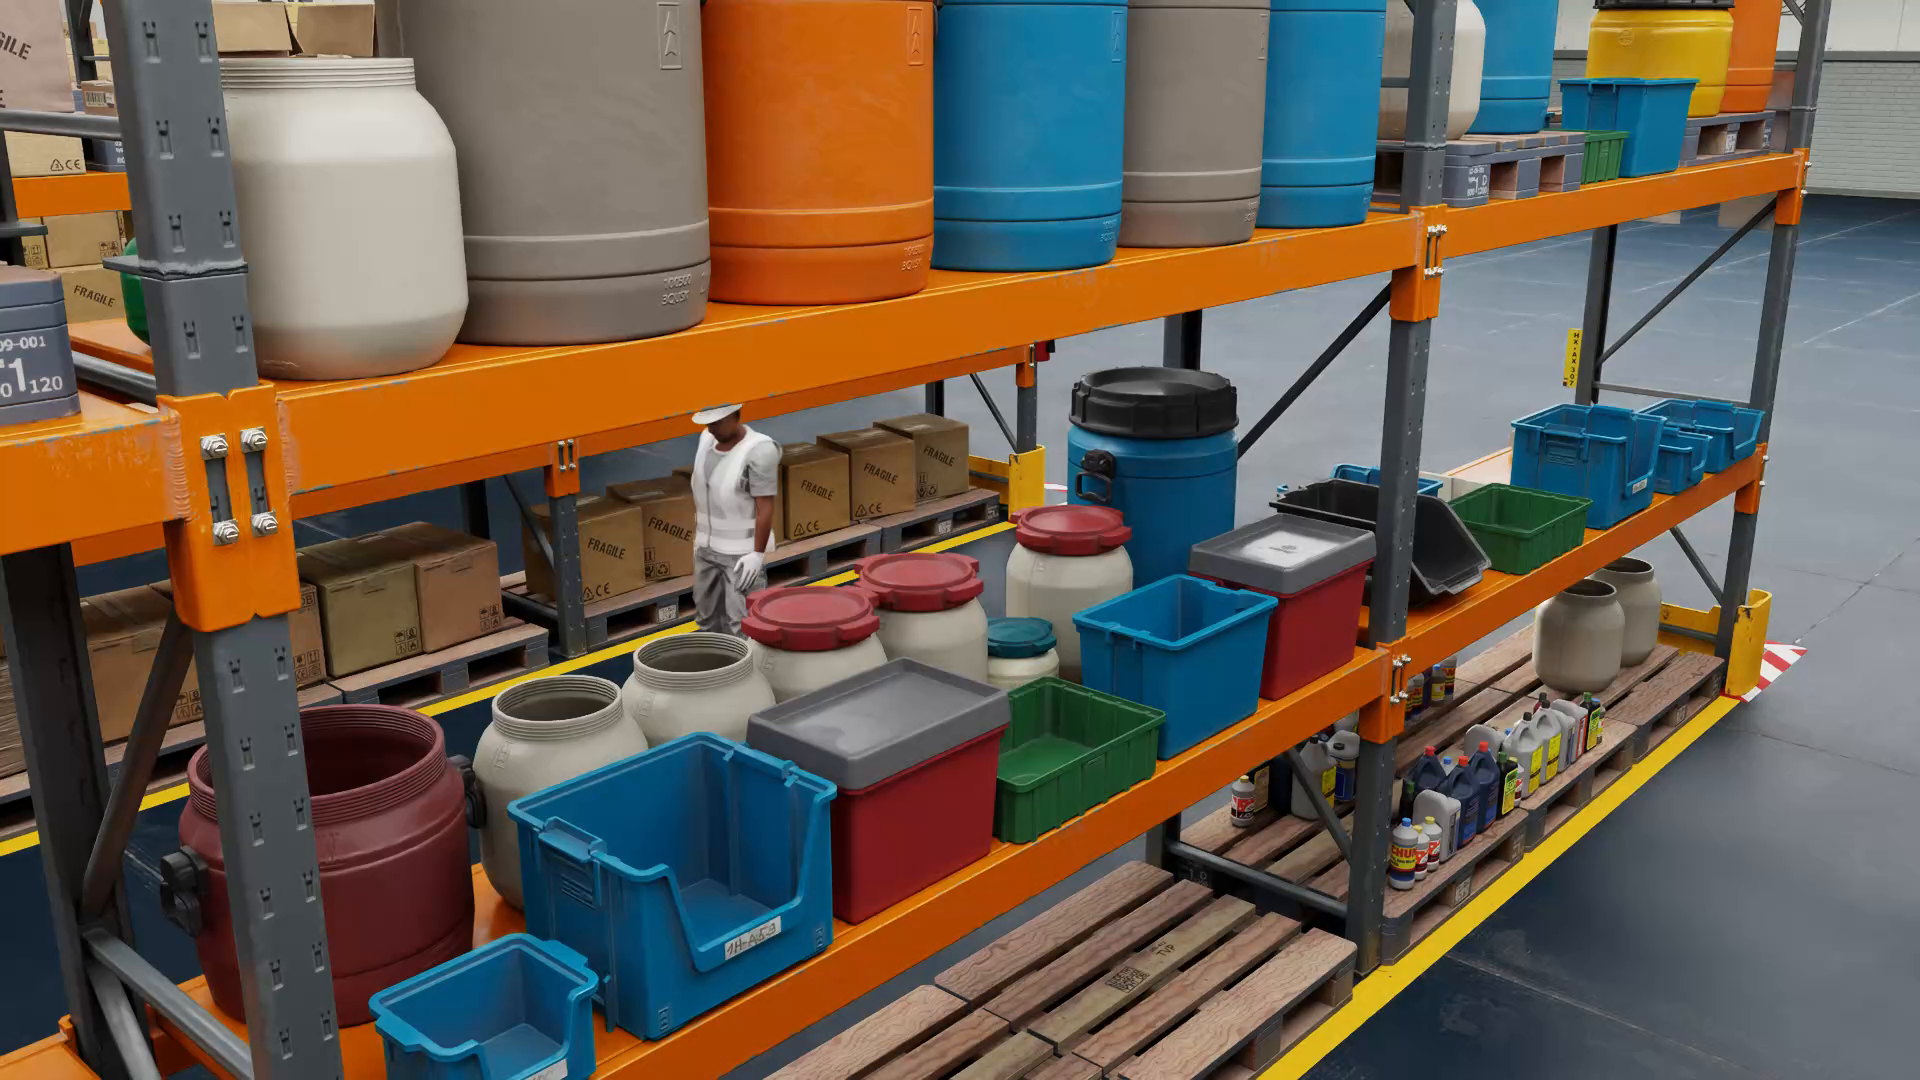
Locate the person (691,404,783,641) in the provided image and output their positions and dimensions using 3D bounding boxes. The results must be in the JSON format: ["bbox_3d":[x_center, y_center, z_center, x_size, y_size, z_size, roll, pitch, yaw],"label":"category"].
[{"bbox_3d":[-1.138,0.062,8.338,0.557,1.765,0.389,15,22,41],"label":"person"}]
